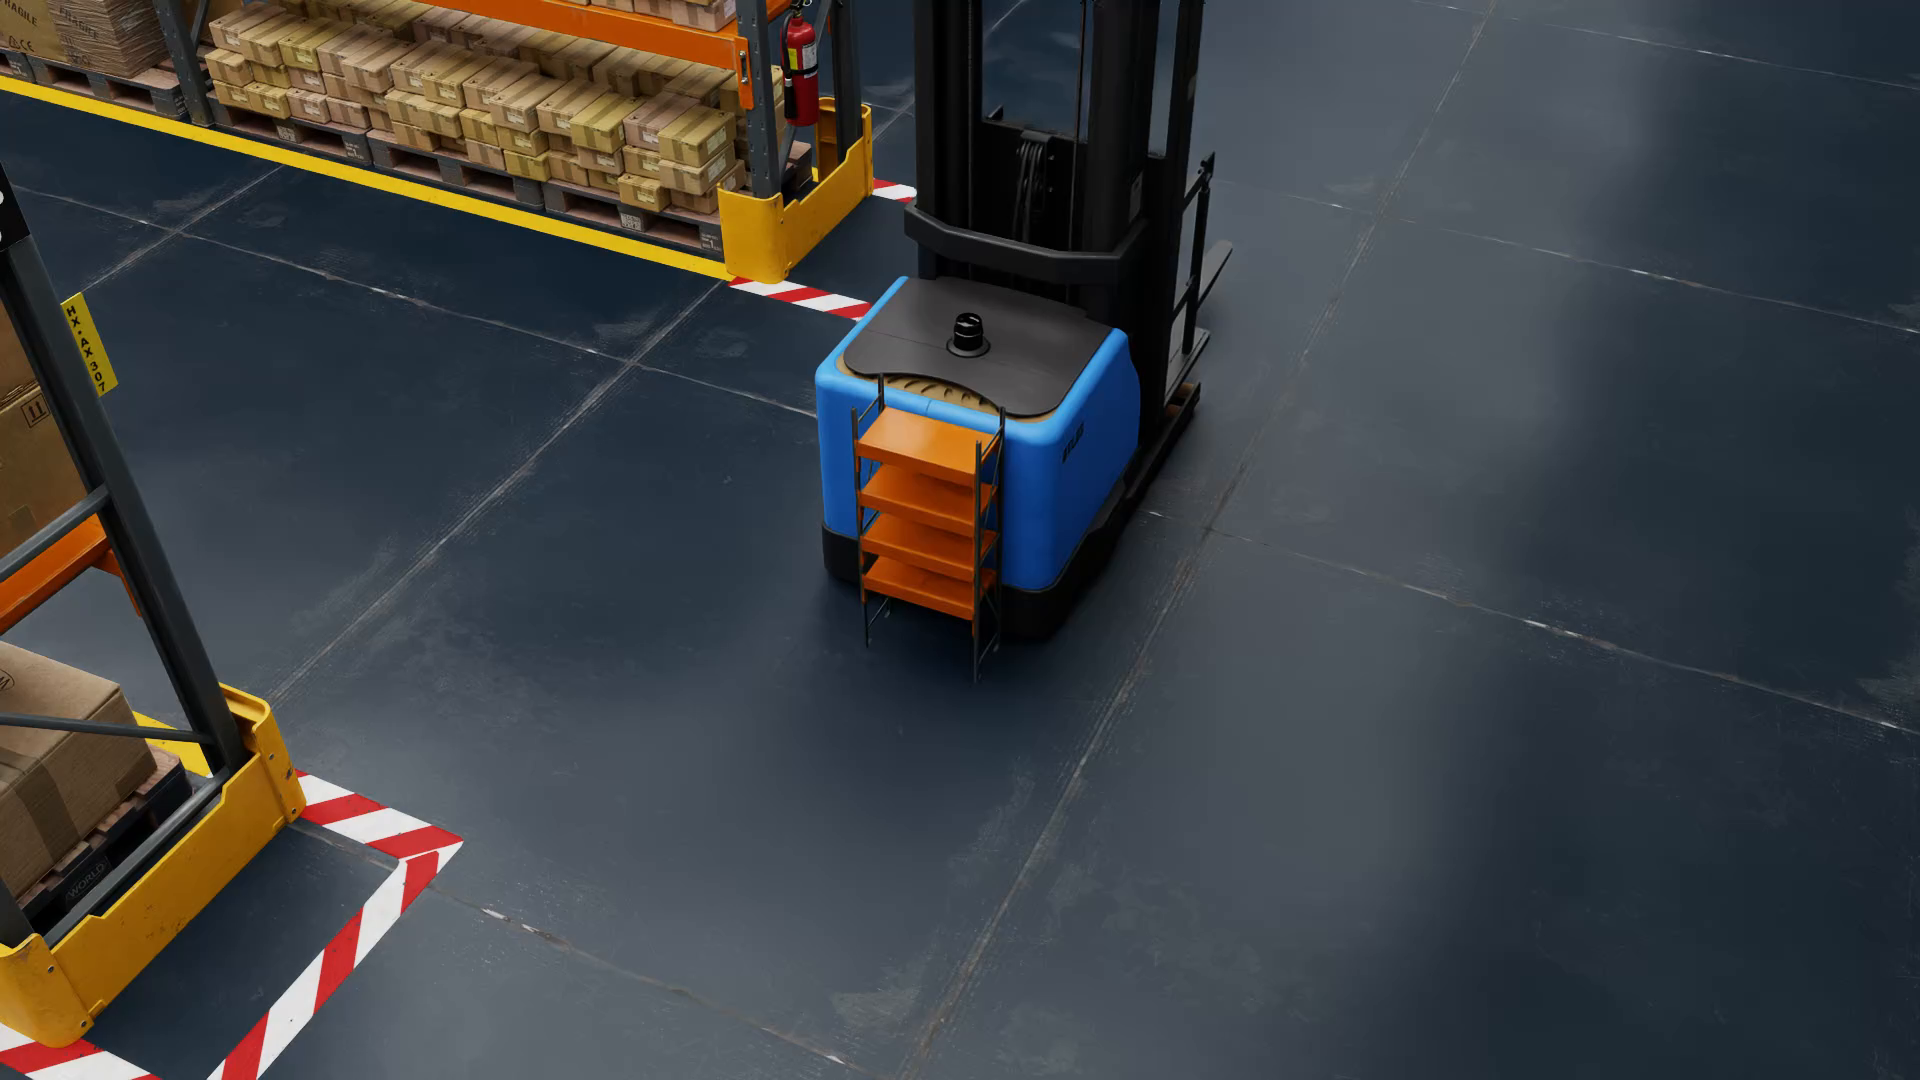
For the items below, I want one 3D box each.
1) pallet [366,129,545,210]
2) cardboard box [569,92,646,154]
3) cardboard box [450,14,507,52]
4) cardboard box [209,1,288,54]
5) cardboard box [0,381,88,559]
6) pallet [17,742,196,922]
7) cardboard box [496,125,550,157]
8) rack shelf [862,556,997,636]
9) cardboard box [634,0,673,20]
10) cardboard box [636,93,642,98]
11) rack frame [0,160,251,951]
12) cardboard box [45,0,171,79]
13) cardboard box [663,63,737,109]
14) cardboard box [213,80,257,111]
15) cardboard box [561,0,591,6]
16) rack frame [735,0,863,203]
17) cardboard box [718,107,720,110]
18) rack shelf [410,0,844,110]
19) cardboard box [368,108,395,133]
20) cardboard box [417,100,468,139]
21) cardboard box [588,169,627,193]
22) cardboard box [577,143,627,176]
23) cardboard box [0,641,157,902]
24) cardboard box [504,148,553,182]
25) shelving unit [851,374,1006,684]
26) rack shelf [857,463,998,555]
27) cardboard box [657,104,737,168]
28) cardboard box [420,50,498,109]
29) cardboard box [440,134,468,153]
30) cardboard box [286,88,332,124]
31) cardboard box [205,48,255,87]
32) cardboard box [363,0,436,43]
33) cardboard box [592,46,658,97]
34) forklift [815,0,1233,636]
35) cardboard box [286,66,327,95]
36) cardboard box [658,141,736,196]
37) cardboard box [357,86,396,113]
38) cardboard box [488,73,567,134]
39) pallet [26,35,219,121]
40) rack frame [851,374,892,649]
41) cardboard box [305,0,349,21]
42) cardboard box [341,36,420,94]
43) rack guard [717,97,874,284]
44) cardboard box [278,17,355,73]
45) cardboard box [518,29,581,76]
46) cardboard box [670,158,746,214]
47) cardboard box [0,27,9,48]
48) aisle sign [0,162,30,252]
[{"bbox_3d":[-2.700,-2.399,9.857,1.213,0.211,1.003,17,44,19],"label":"pallet"},{"bbox_3d":[-1.887,-2.249,8.957,0.250,0.149,0.380,16,43,18],"label":"cardboard box"},{"bbox_3d":[-2.787,-2.999,9.822,0.250,0.149,0.380,16,43,17],"label":"cardboard box"},{"bbox_3d":[-4.208,-3.043,9.872,0.250,0.149,0.380,19,44,20],"label":"cardboard box"},{"bbox_3d":[-3.123,-0.222,5.140,0.500,0.500,0.500,17,44,18],"label":"cardboard box"},{"bbox_3d":[-3.567,0.998,5.938,1.213,0.211,1.003,17,44,19],"label":"pallet"},{"bbox_3d":[-2.353,-2.296,9.238,0.250,0.149,0.380,18,44,19],"label":"cardboard box"},{"bbox_3d":[-0.114,0.180,6.532,0.480,0.148,0.258,16,43,18],"label":"rack shelf"},{"bbox_3d":[-1.433,-2.766,8.343,0.250,0.149,0.380,17,44,19],"label":"cardboard box"},{"bbox_3d":[-1.844,-2.598,9.587,0.250,0.149,0.380,18,44,20],"label":"cardboard box"},{"bbox_3d":[-2.809,0.119,4.823,0.127,3.000,1.000,17,44,19],"label":"rack frame"},{"bbox_3d":[-5.210,-3.224,10.268,0.500,0.500,0.500,16,43,18],"label":"cardboard box"},{"bbox_3d":[-1.440,-2.505,9.252,0.250,0.149,0.380,18,44,19],"label":"cardboard box"},{"bbox_3d":[-4.239,-2.745,9.982,0.250,0.149,0.380,15,43,17],"label":"cardboard box"},{"bbox_3d":[-1.907,-2.883,8.478,0.250,0.149,0.380,18,44,20],"label":"cardboard box"},{"bbox_3d":[-0.808,-2.847,8.245,0.127,3.000,1.000,17,44,19],"label":"rack frame"},{"bbox_3d":[-1.399,-2.448,9.413,0.250,0.149,0.380,17,44,18],"label":"cardboard box"},{"bbox_3d":[-2.621,-3.129,9.119,4.000,0.370,1.077,17,44,19],"label":"rack shelf"},{"bbox_3d":[-3.241,-2.539,9.745,0.250,0.149,0.380,15,43,17],"label":"cardboard box"},{"bbox_3d":[-2.839,-2.438,9.402,0.250,0.149,0.380,17,44,19],"label":"cardboard box"},{"bbox_3d":[-1.852,-2.086,9.222,0.250,0.149,0.380,17,44,18],"label":"cardboard box"},{"bbox_3d":[-1.879,-2.161,9.081,0.250,0.149,0.380,15,43,17],"label":"cardboard box"},{"bbox_3d":[-3.450,0.805,5.667,0.875,0.438,0.875,16,43,17],"label":"cardboard box"},{"bbox_3d":[-2.339,-2.180,9.331,0.250,0.149,0.380,15,43,17],"label":"cardboard box"},{"bbox_3d":[-0.114,-0.021,6.358,0.503,1.200,0.258,16,43,18],"label":"shelving unit"},{"bbox_3d":[-0.114,-0.139,6.256,0.480,0.148,0.258,16,43,18],"label":"rack shelf"},{"bbox_3d":[-1.395,-2.150,8.842,0.250,0.149,0.380,17,44,19],"label":"cardboard box"},{"bbox_3d":[-2.803,-2.595,9.355,0.250,0.149,0.380,17,44,19],"label":"cardboard box"},{"bbox_3d":[-2.776,-2.382,9.564,0.250,0.149,0.380,18,44,20],"label":"cardboard box"},{"bbox_3d":[-3.750,-2.633,9.854,0.250,0.149,0.380,17,44,18],"label":"cardboard box"},{"bbox_3d":[-4.240,-2.858,9.886,0.250,0.149,0.380,19,44,21],"label":"cardboard box"},{"bbox_3d":[-3.321,-3.087,9.923,0.250,0.149,0.380,18,44,20],"label":"cardboard box"},{"bbox_3d":[-1.874,-2.670,9.442,0.250,0.149,0.380,15,43,17],"label":"cardboard box"},{"bbox_3d":[0.495,-1.687,6.959,1.130,2.935,3.031,17,44,18],"label":"forklift"},{"bbox_3d":[-3.736,-2.795,9.814,0.250,0.149,0.380,17,44,18],"label":"cardboard box"},{"bbox_3d":[-1.407,-2.018,8.917,0.250,0.149,0.380,16,43,18],"label":"cardboard box"},{"bbox_3d":[-3.254,-2.629,9.622,0.250,0.149,0.380,19,44,21],"label":"cardboard box"},{"bbox_3d":[-2.362,-2.400,9.131,0.250,0.149,0.380,19,44,20],"label":"cardboard box"},{"bbox_3d":[-5.139,-3.116,10.684,1.213,0.211,1.003,17,44,19],"label":"pallet"},{"bbox_3d":[-0.337,-0.086,6.433,0.015,1.200,0.240,16,43,18],"label":"rack frame"},{"bbox_3d":[-3.752,-3.270,10.134,0.250,0.149,0.380,18,44,19],"label":"cardboard box"},{"bbox_3d":[-3.292,-2.713,9.491,0.250,0.149,0.380,18,44,20],"label":"cardboard box"},{"bbox_3d":[-0.877,-1.924,9.088,0.348,0.500,1.175,17,44,19],"label":"rack guard"},{"bbox_3d":[-3.734,-2.890,9.696,0.250,0.149,0.380,16,44,18],"label":"cardboard box"},{"bbox_3d":[-2.340,-2.853,9.653,0.250,0.149,0.380,18,44,19],"label":"cardboard box"},{"bbox_3d":[-1.373,-1.950,9.066,0.250,0.149,0.380,18,44,19],"label":"cardboard box"},{"bbox_3d":[-6.138,-3.511,10.599,0.500,0.500,0.500,16,43,18],"label":"cardboard box"},{"bbox_3d":[-2.622,-1.016,4.147,0.004,0.787,0.394,17,44,19],"label":"aisle sign"}]
